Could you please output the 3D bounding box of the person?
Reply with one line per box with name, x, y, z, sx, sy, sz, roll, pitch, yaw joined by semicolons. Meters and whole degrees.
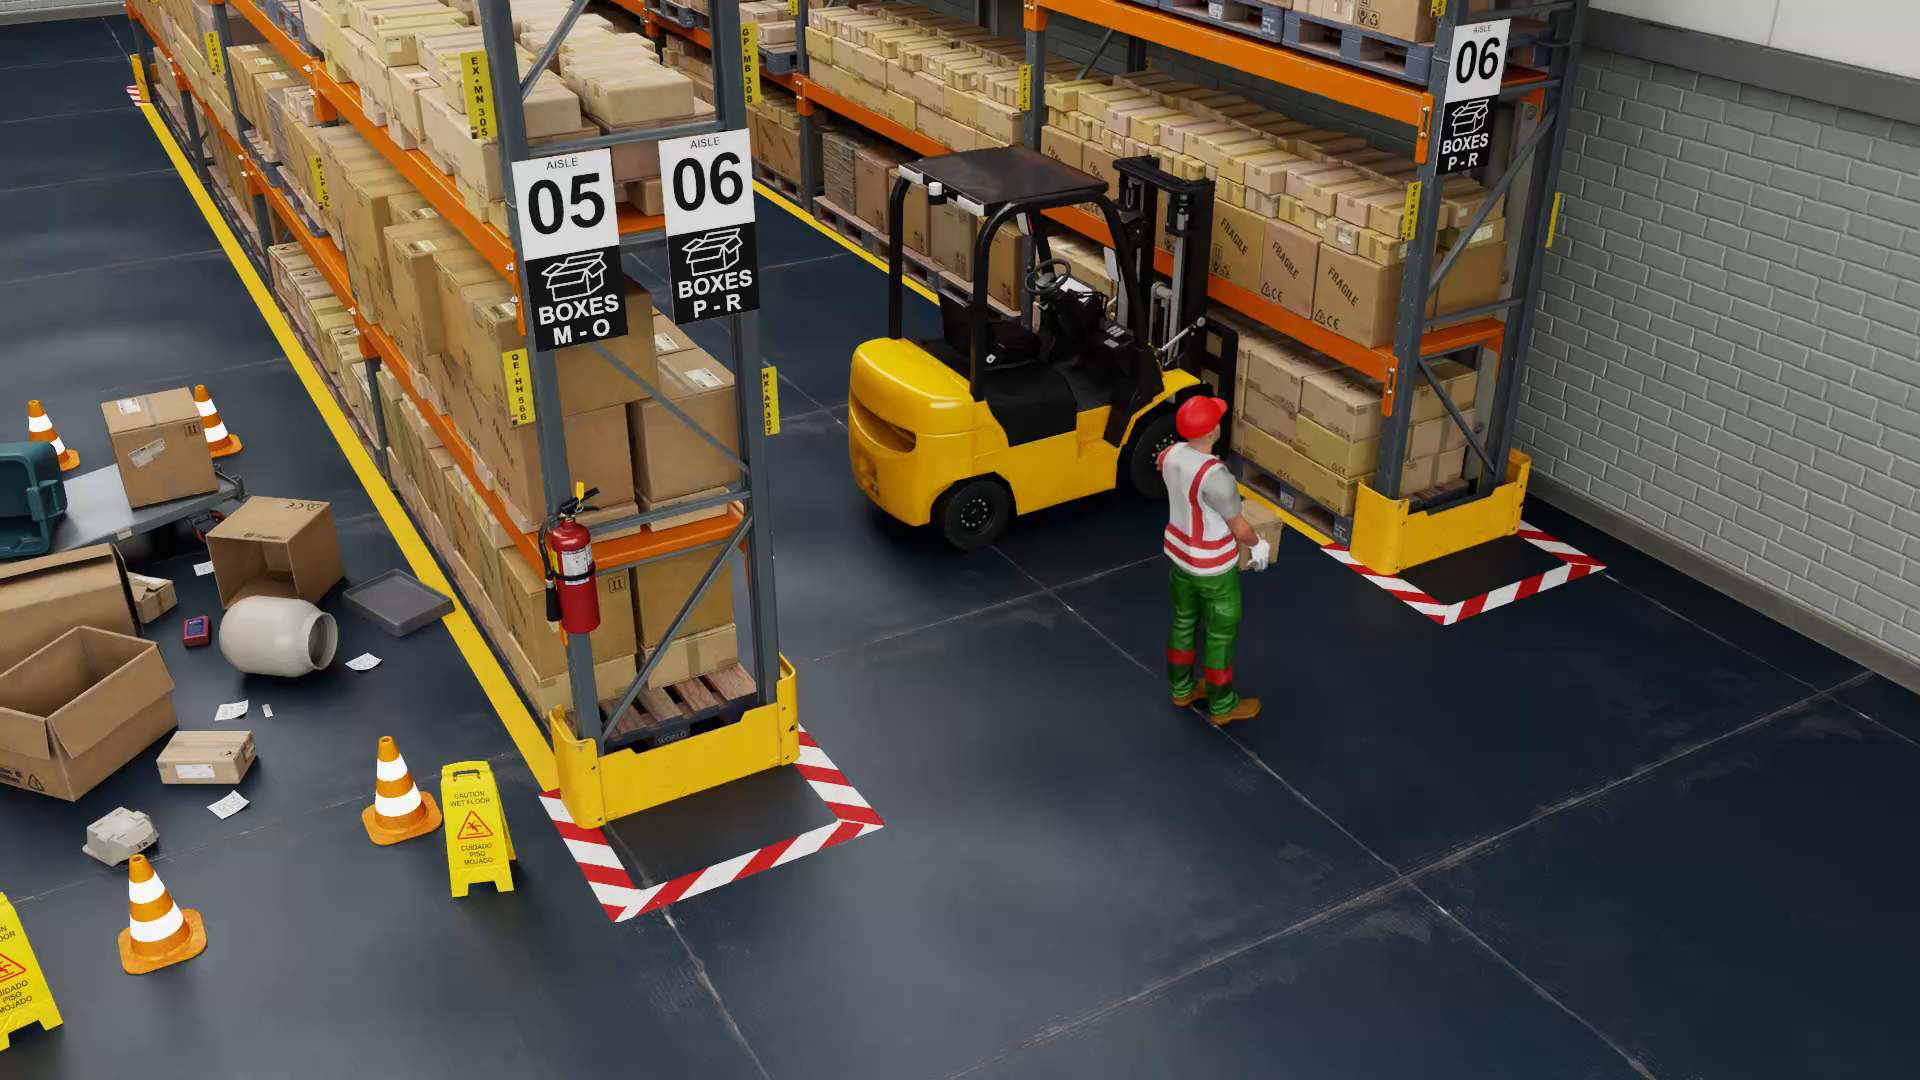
person;1.276;0.076;8.398;0.526;1.793;0.533;-16;32;-26
